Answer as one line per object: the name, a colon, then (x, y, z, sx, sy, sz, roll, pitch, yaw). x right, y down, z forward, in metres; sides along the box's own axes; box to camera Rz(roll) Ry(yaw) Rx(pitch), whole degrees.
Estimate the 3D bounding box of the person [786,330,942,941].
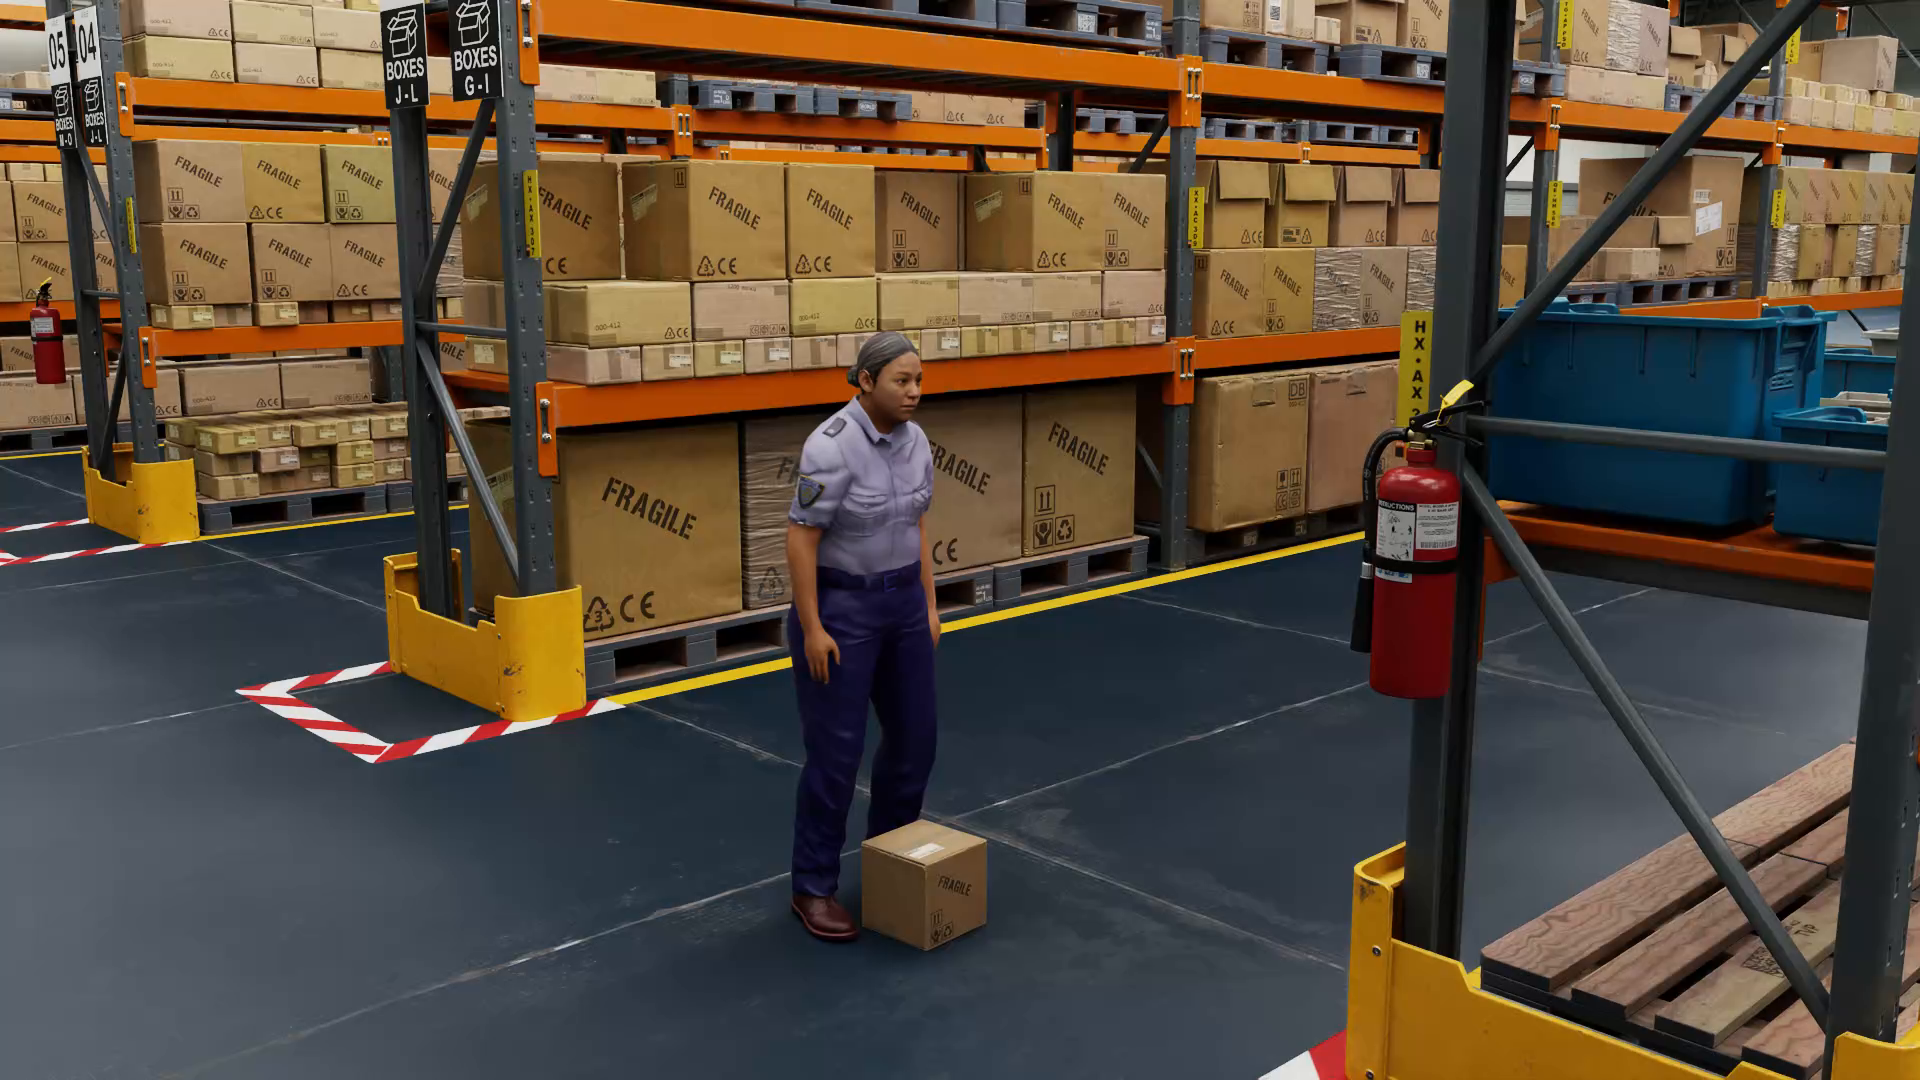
person: (-0.267, 0.239, 4.677, 0.375, 1.651, 0.560, 10, 14, 42)
